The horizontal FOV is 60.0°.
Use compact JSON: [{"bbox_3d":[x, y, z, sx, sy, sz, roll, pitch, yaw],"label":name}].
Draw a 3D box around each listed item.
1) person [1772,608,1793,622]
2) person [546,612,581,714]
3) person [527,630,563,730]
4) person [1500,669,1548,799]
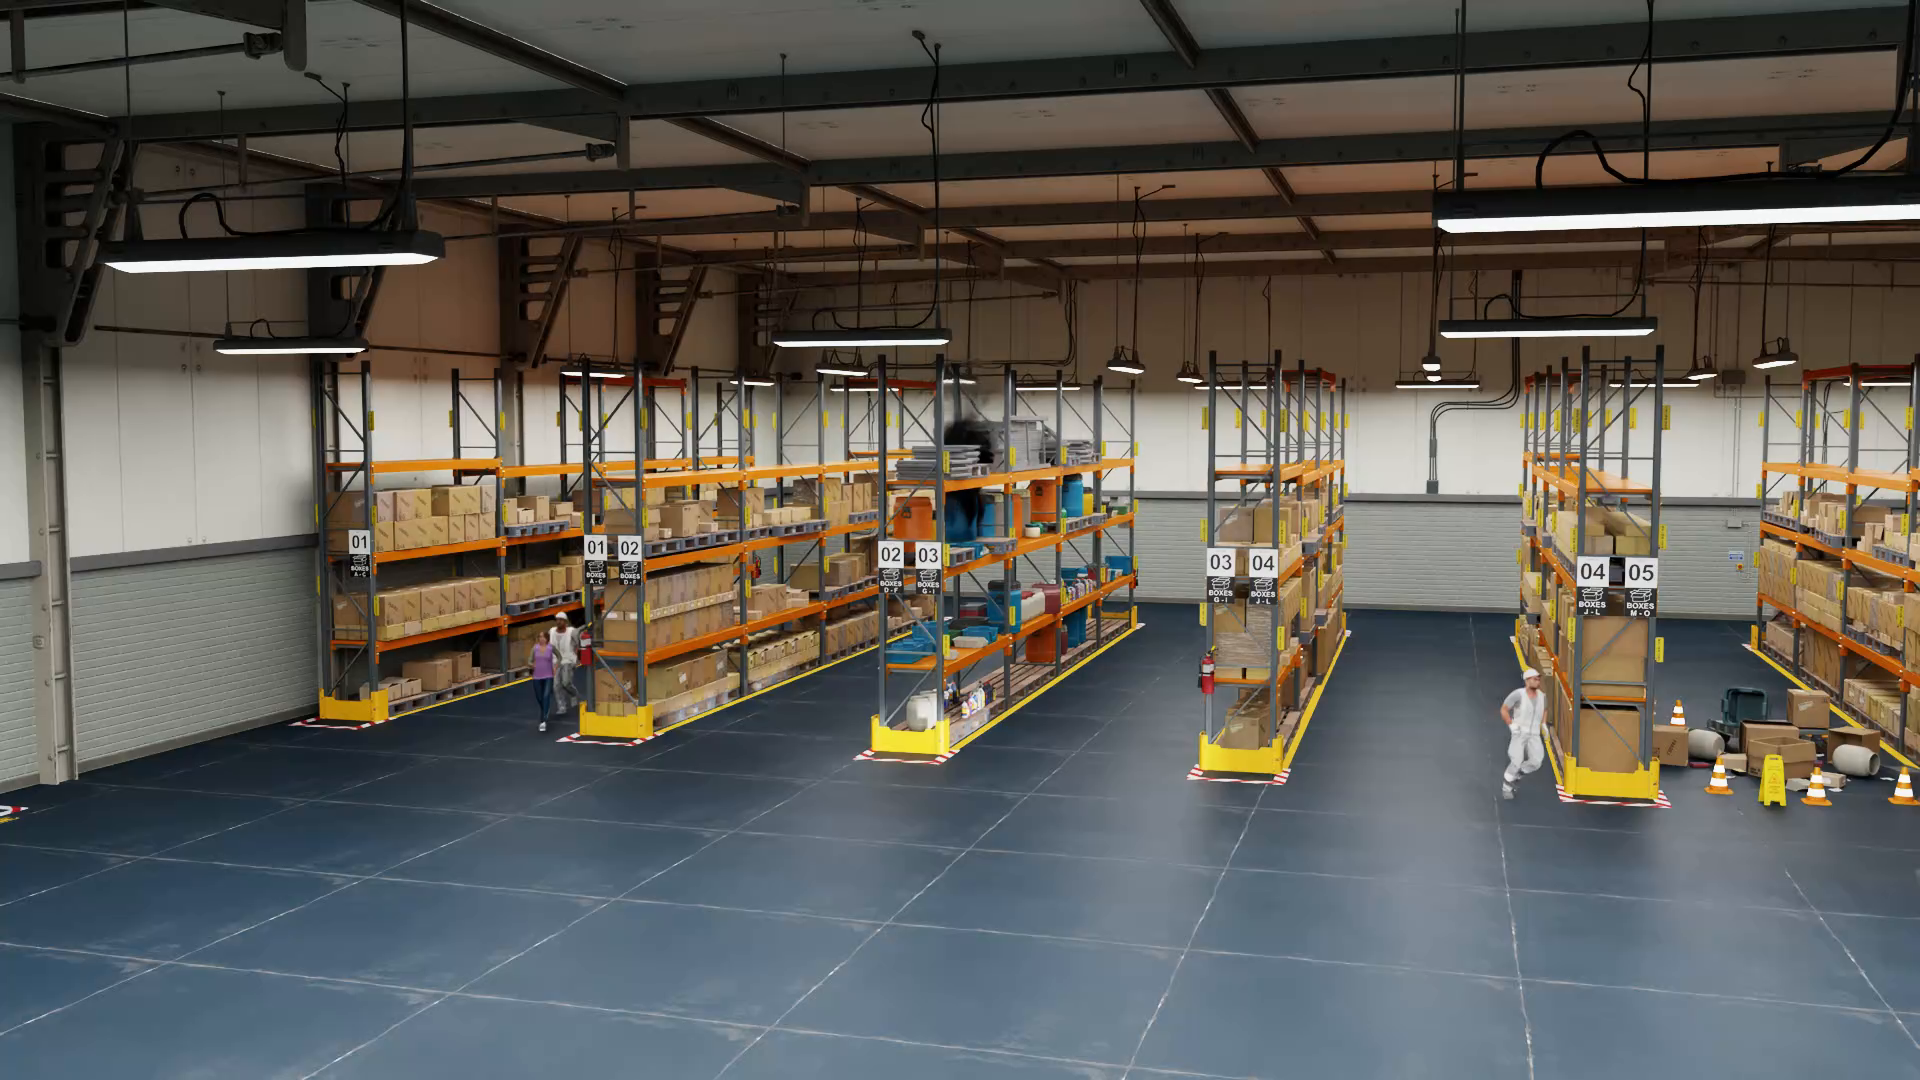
[{"bbox_3d":[18.592,1.471,37.609,0.619,1.613,0.939,-2,5,-29],"label":"person"},{"bbox_3d":[-6.809,2.094,28.480,0.703,1.745,0.596,0,4,6],"label":"person"},{"bbox_3d":[-6.766,2.252,27.042,0.541,1.577,0.872,0,4,-2],"label":"person"},{"bbox_3d":[7.530,2.570,22.043,0.713,1.723,0.533,-1,4,-9],"label":"person"}]
